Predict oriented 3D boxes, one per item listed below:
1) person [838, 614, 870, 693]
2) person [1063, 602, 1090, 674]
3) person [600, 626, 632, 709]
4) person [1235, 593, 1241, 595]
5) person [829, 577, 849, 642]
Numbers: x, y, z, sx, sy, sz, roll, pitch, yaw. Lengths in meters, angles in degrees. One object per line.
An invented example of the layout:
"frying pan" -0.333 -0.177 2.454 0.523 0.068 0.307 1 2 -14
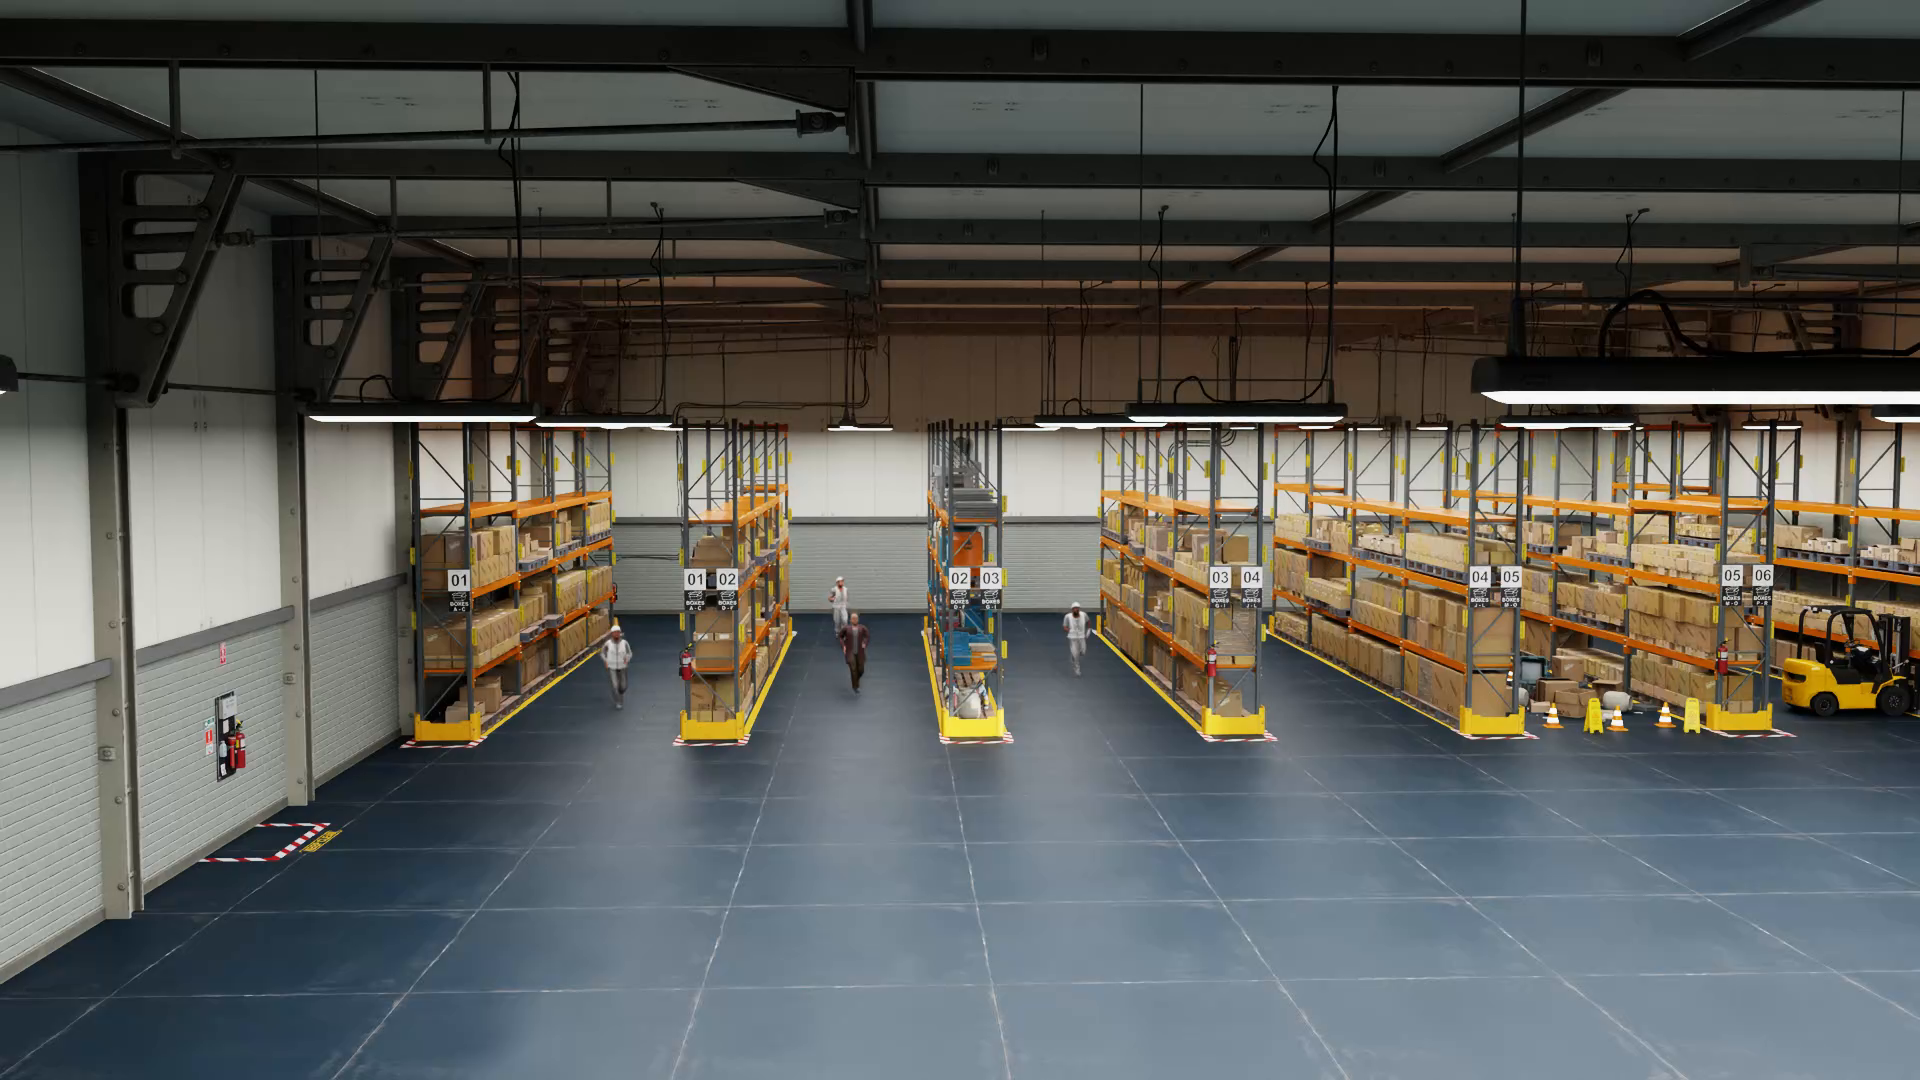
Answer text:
"person" -2.339 2.494 36.807 0.709 1.739 0.762 -1 4 -11
"person" 2.798 2.340 39.465 0.727 1.726 0.618 -1 4 -12
"person" -7.147 2.642 34.591 0.654 1.731 0.646 -1 4 -18
"person" 7.836 1.891 47.474 0.525 1.625 0.769 1 4 8
"person" -3.309 1.913 45.750 0.606 1.793 0.680 -1 4 -21
